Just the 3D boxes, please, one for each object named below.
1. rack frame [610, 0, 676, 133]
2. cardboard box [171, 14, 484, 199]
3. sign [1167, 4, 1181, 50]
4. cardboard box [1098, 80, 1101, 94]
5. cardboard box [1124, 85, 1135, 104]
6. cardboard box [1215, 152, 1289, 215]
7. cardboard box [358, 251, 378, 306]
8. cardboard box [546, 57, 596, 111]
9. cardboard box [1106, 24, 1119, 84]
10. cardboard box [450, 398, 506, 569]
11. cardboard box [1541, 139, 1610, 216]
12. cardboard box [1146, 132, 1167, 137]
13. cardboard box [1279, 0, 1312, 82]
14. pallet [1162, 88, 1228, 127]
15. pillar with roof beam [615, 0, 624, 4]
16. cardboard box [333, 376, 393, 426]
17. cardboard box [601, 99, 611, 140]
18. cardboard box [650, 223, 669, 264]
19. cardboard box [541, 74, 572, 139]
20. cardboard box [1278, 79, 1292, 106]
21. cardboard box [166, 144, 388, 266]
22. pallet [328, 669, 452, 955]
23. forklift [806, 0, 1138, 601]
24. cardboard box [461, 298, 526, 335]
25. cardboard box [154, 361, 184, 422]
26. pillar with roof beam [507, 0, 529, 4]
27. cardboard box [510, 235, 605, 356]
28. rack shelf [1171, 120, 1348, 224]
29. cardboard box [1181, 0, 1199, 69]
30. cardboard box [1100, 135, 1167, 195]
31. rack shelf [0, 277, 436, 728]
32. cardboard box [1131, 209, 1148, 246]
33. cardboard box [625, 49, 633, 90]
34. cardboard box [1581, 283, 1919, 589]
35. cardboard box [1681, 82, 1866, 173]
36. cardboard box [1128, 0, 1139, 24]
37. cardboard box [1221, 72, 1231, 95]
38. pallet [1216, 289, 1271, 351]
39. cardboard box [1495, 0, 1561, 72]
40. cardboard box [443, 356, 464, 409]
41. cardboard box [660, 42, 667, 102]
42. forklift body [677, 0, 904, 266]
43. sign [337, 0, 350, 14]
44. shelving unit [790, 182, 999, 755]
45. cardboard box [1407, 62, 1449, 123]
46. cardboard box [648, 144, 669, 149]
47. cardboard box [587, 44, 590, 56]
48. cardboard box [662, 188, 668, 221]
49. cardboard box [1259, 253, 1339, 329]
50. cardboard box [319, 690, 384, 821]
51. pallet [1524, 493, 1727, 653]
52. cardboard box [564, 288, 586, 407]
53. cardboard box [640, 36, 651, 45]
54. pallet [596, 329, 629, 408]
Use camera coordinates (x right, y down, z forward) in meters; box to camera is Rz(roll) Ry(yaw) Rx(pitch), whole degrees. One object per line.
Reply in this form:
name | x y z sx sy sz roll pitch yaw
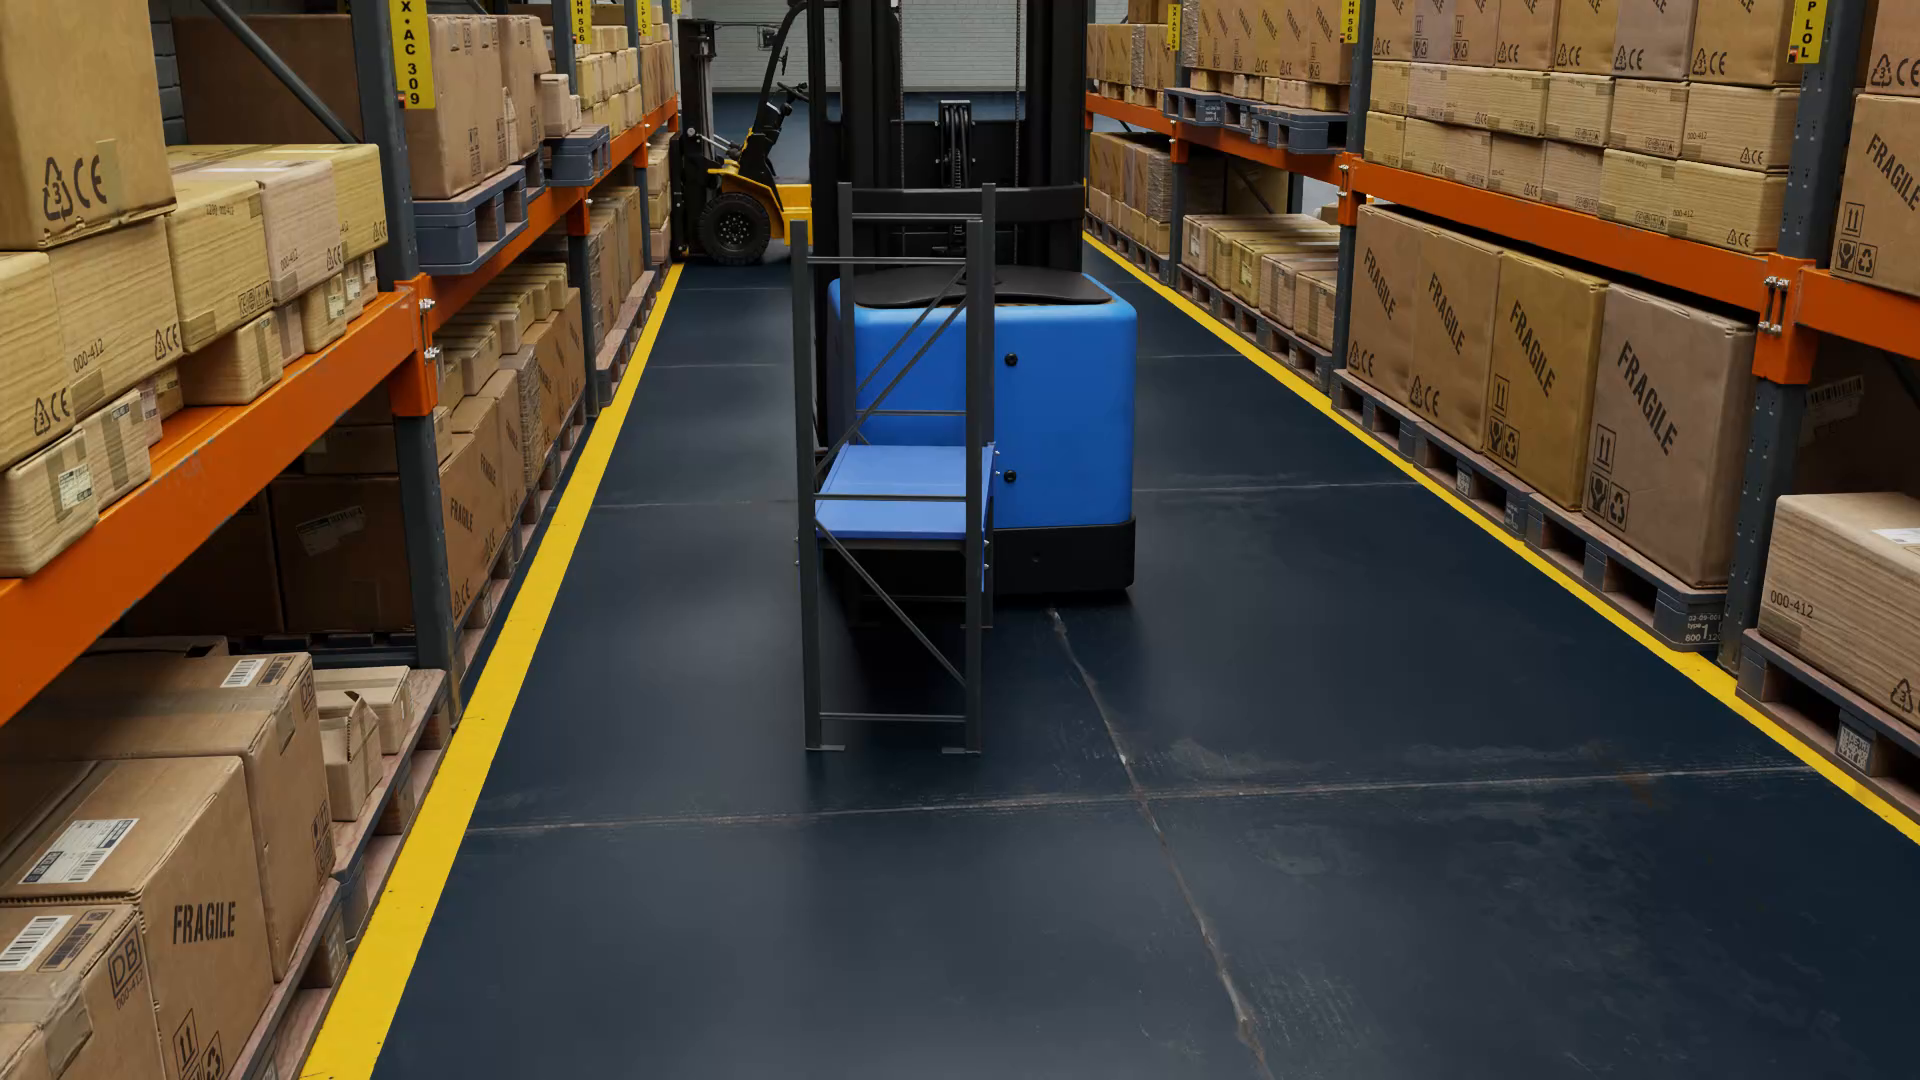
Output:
rack frame | -3.222 -4.445 15.828 1.000 3.000 0.127 -2 18 -6
cardboard box | -1.812 -1.269 4.843 0.700 0.500 0.500 -1 17 -4
sign | 1.588 -3.802 12.333 0.100 0.325 0.005 -2 18 -6
cardboard box | 1.544 -4.372 16.015 0.380 0.149 0.250 -2 18 -5
cardboard box | 1.623 -3.830 14.287 0.380 0.149 0.250 -2 18 -5
cardboard box | 2.335 -2.838 13.347 0.500 0.500 0.500 -1 17 -3
cardboard box | -1.701 -0.663 4.200 0.380 0.149 0.250 -2 17 -5
cardboard box | -2.175 -2.369 8.631 0.500 0.250 0.500 -2 18 -6
cardboard box | 1.598 -4.333 14.809 0.500 0.500 0.500 -2 18 -7
cardboard box | -1.875 -0.187 5.737 0.500 0.500 0.500 -2 18 -6
cardboard box | 2.571 -1.381 6.319 0.500 0.250 0.500 -2 18 -7
cardboard box | 2.057 -3.615 15.822 0.500 0.500 0.500 -2 18 -5
cardboard box | 2.152 -2.887 9.499 0.500 0.500 0.500 -2 18 -7
pallet | 2.061 -3.084 11.813 1.003 0.211 1.213 -2 18 -6
pillar with roof beam | -1.003 -10.780 25.991 9.100 9.000 0.400 -2 18 -6
cardboard box | -1.817 -0.442 4.970 0.380 0.149 0.250 -2 18 -7
cardboard box | -2.307 -2.433 9.669 0.500 0.250 0.500 -2 18 -7
cardboard box | -2.530 -2.296 12.872 0.500 0.250 0.500 -2 18 -5
cardboard box | -1.966 -1.886 7.226 0.500 0.250 0.500 -3 18 -8
cardboard box | 2.084 -2.613 9.712 0.380 0.149 0.250 -3 18 -8
cardboard box | -1.689 -0.796 3.958 0.500 0.250 0.500 -1 17 -4
pallet | -1.915 0.665 4.206 1.003 0.211 1.213 -2 18 -6
forklift | -0.082 -1.585 6.834 1.130 2.935 3.031 -2 18 -7
cardboard box | -2.044 -0.925 7.005 0.380 0.149 0.250 -2 18 -6
cardboard box | -1.631 -0.275 2.963 0.380 0.149 0.250 -2 17 -5
pillar with roof beam | 0.235 -7.205 14.603 9.100 9.000 0.400 -2 18 -6
cardboard box | -2.448 -1.315 9.122 0.875 0.625 0.625 -1 17 -4
rack shelf | 2.333 -2.469 10.734 1.077 0.370 4.000 -2 18 -6
cardboard box | 1.890 -3.649 11.928 0.500 0.500 0.500 -1 17 -4
cardboard box | 1.584 -3.434 15.245 0.500 0.500 0.500 -2 18 -8
rack shelf | -1.778 0.069 2.650 1.077 0.370 4.000 -2 18 -6
cardboard box | 1.734 -2.622 13.912 0.500 0.250 0.500 -2 18 -7
cardboard box | -2.445 -3.129 11.051 0.500 0.250 0.500 -2 18 -7
cardboard box | 2.809 -0.393 5.768 0.875 0.875 0.875 -1 17 -4
cardboard box | 2.665 -1.315 5.274 0.500 0.250 0.500 -2 18 -6
cardboard box | 1.984 -5.121 15.647 0.700 0.500 0.500 -2 18 -7
cardboard box | 1.977 -3.079 11.195 0.380 0.149 0.250 -2 17 -5
pallet | 2.338 -1.481 11.042 1.003 0.211 1.213 -2 18 -6
cardboard box | 2.495 -2.134 6.629 0.500 0.500 0.500 -1 17 -5
cardboard box | -1.942 -0.540 5.777 0.380 0.149 0.250 -2 18 -7
cardboard box | -2.813 -4.047 14.392 0.500 0.500 0.500 -2 18 -7
forklift body | -1.212 -3.531 14.335 2.313 2.155 1.214 -2 18 -6
sign | -2.949 -2.596 8.005 0.100 0.325 0.005 -2 18 -6
shelving unit | -0.164 -0.264 5.013 0.538 1.500 1.048 1 17 3
cardboard box | 2.399 -2.070 7.680 0.500 0.250 0.500 -1 17 -4
cardboard box | -2.699 -3.230 14.177 0.500 0.250 0.500 -2 18 -7
cardboard box | -2.257 -2.756 9.196 0.380 0.149 0.250 -2 17 -5
cardboard box | -2.607 -2.684 13.273 0.500 0.250 0.500 -2 18 -6
cardboard box | 2.407 -1.551 10.295 0.950 0.372 0.625 -2 18 -7
cardboard box | -1.598 0.498 3.948 0.396 0.266 0.258 -1 17 -4
pallet | 2.798 0.079 6.074 1.003 0.211 1.213 -2 18 -6
cardboard box | -2.140 -0.950 8.167 0.500 0.500 0.500 -1 17 -4
cardboard box | -2.615 -3.943 12.980 0.380 0.149 0.250 -1 17 -4
pallet | -2.443 -0.978 9.439 1.003 0.211 1.213 -2 18 -6
